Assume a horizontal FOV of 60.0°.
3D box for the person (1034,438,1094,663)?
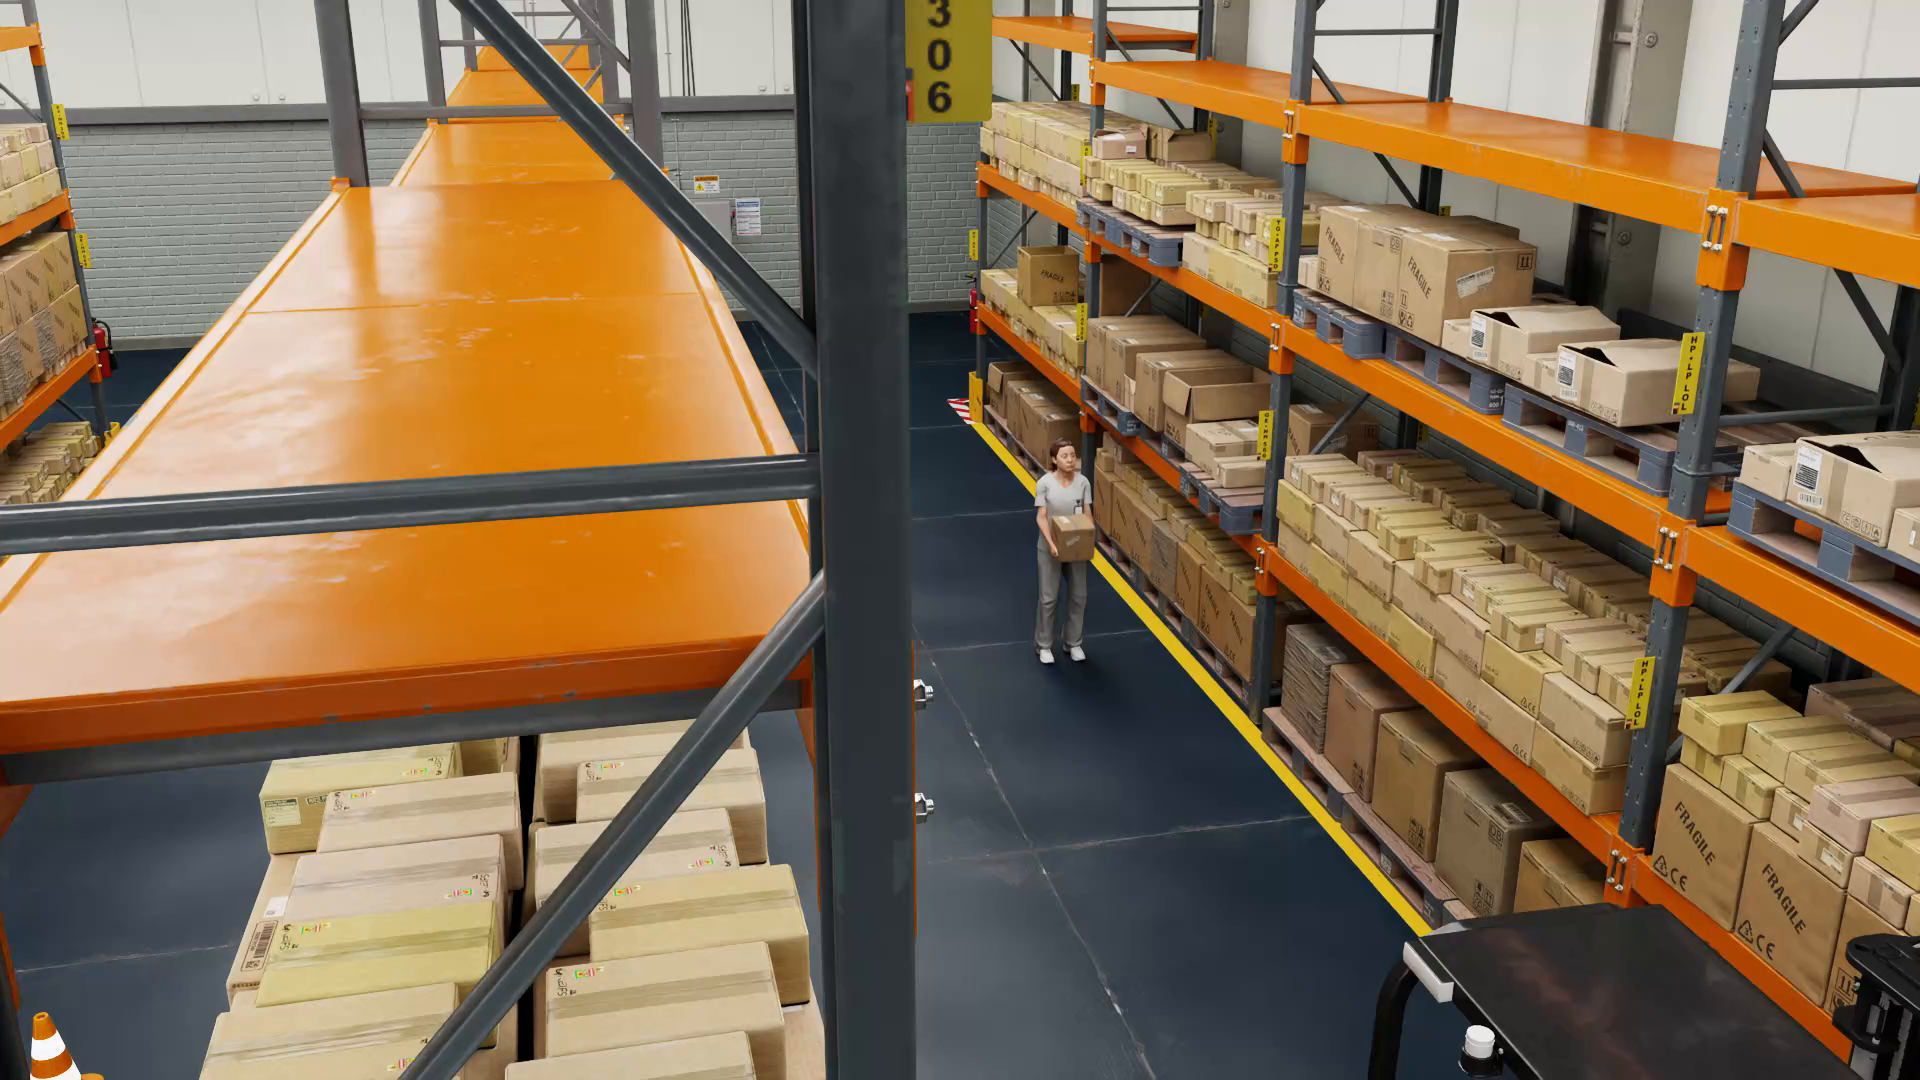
[{"bbox_3d":[0.765,0.095,12.104,0.438,1.662,0.560,-5,20,-13],"label":"person"}]
